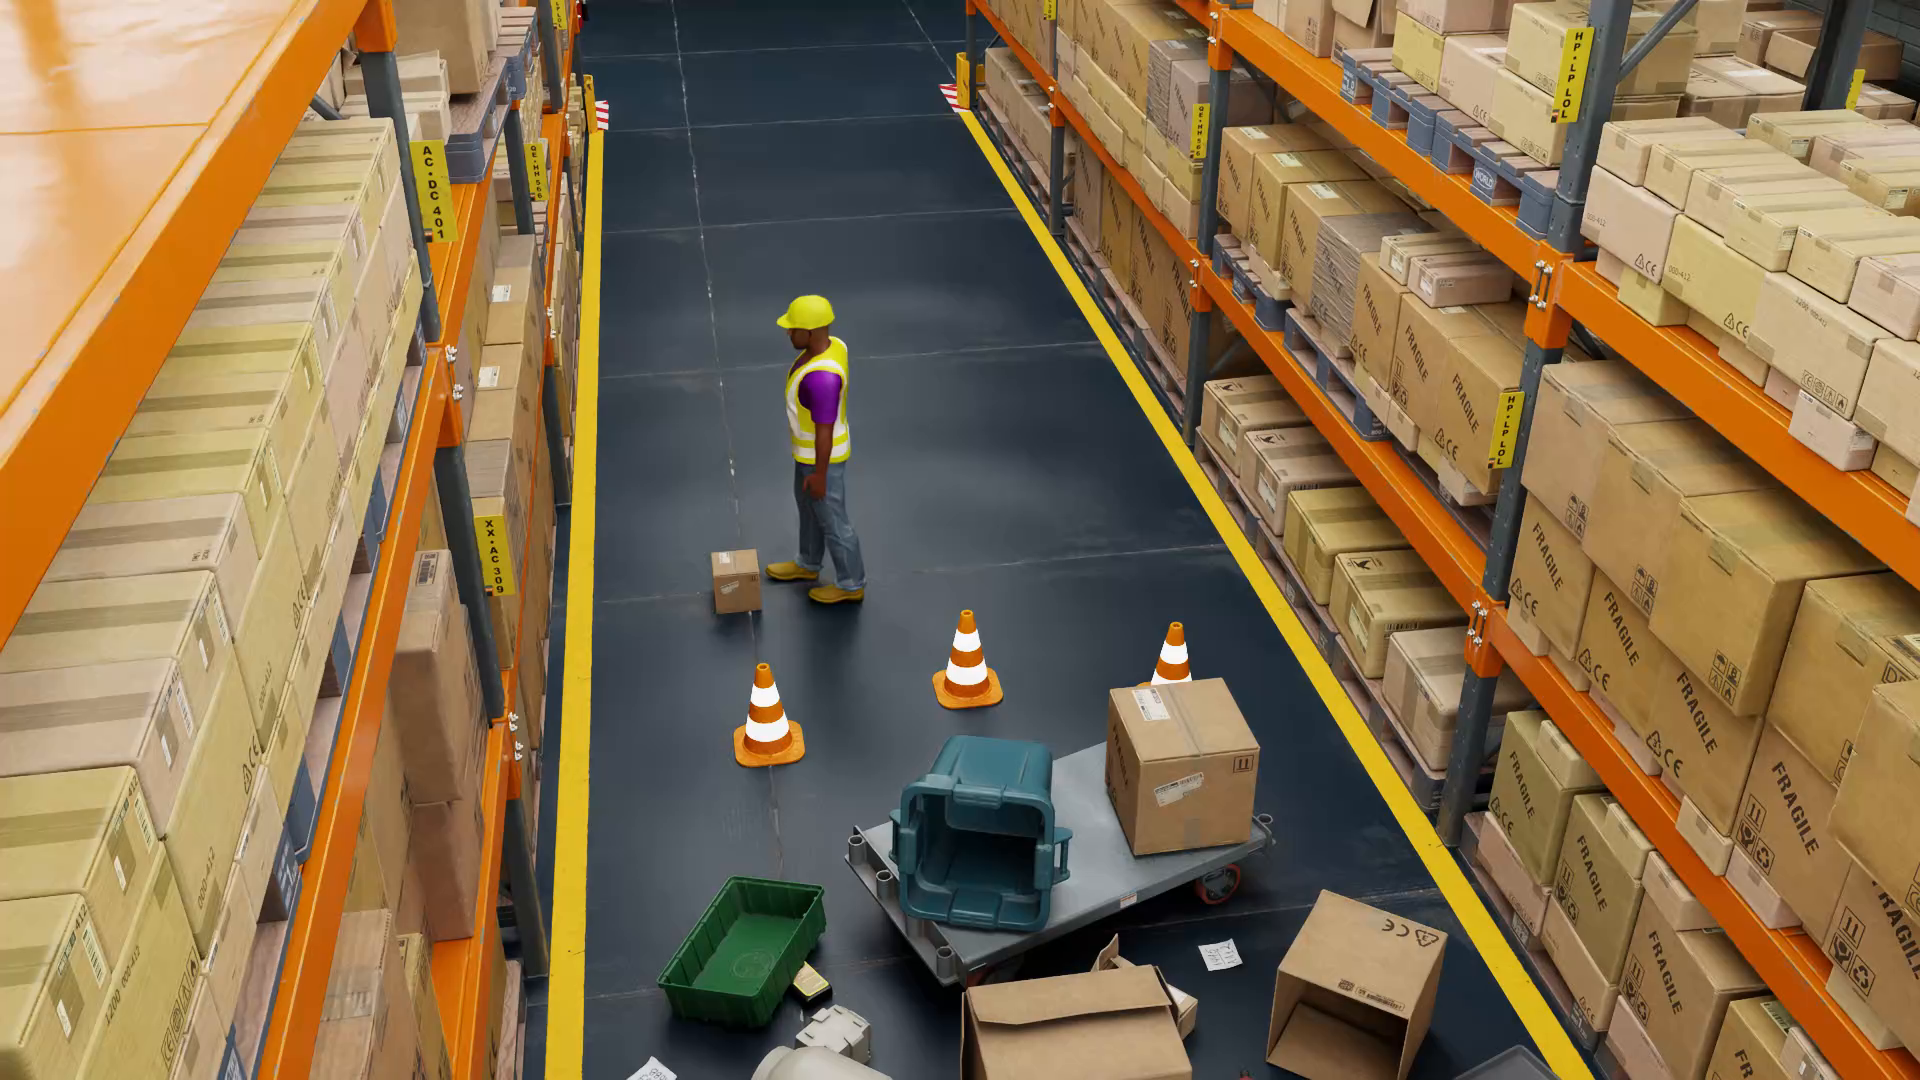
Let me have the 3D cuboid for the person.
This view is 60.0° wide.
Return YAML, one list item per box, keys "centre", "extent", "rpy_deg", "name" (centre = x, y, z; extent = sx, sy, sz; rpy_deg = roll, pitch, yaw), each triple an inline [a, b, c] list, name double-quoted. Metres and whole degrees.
- centre: [-0.811, -0.476, 8.902]
  extent: [0.570, 1.772, 0.600]
  rpy_deg: [-2, 31, -4]
  name: "person"
